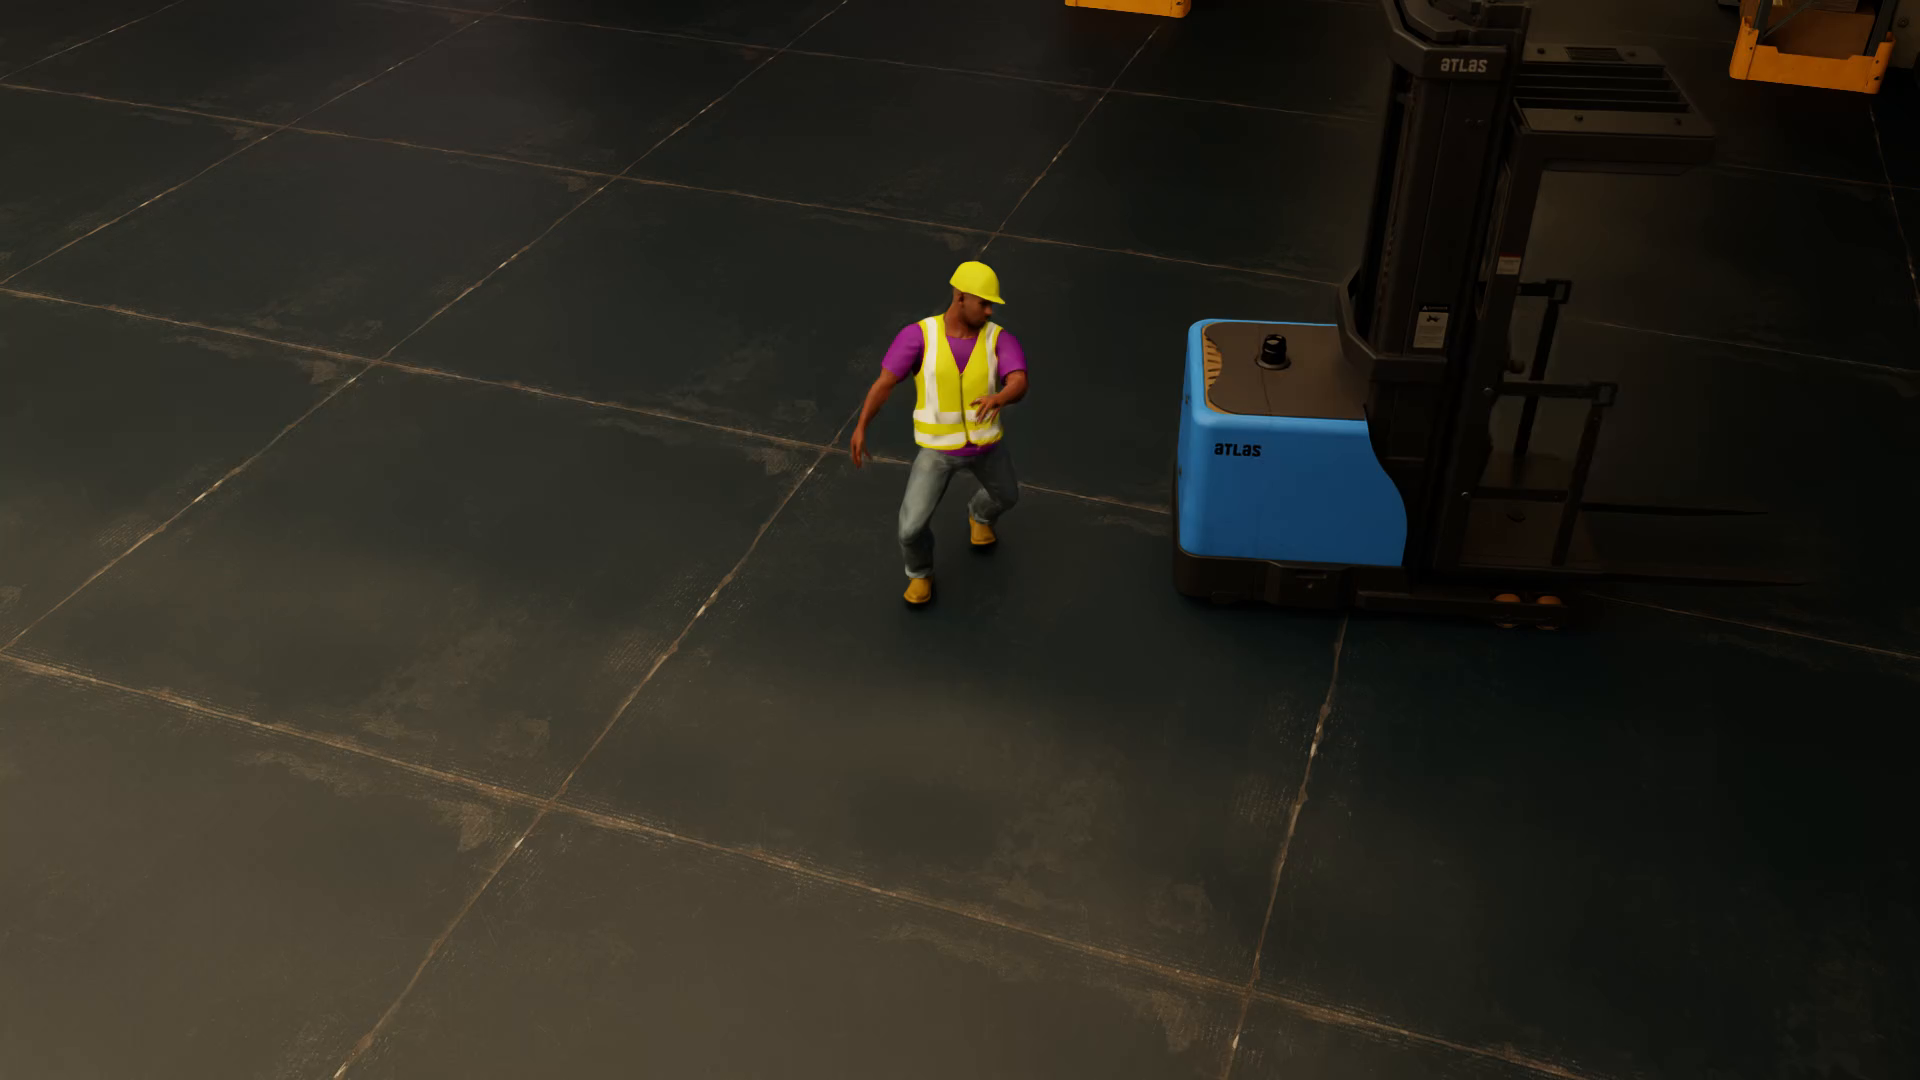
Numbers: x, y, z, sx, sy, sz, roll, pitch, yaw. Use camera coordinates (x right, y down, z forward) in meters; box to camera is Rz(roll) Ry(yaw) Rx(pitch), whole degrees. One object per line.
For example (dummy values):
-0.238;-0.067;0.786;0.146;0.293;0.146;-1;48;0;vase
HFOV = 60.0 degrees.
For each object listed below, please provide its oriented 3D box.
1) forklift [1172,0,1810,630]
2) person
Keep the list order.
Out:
2.603;-1.084;7.640;3.031;2.935;1.130;3;35;4;forklift
-0.092;-0.444;7.869;0.861;1.604;0.866;-12;37;-17;person
